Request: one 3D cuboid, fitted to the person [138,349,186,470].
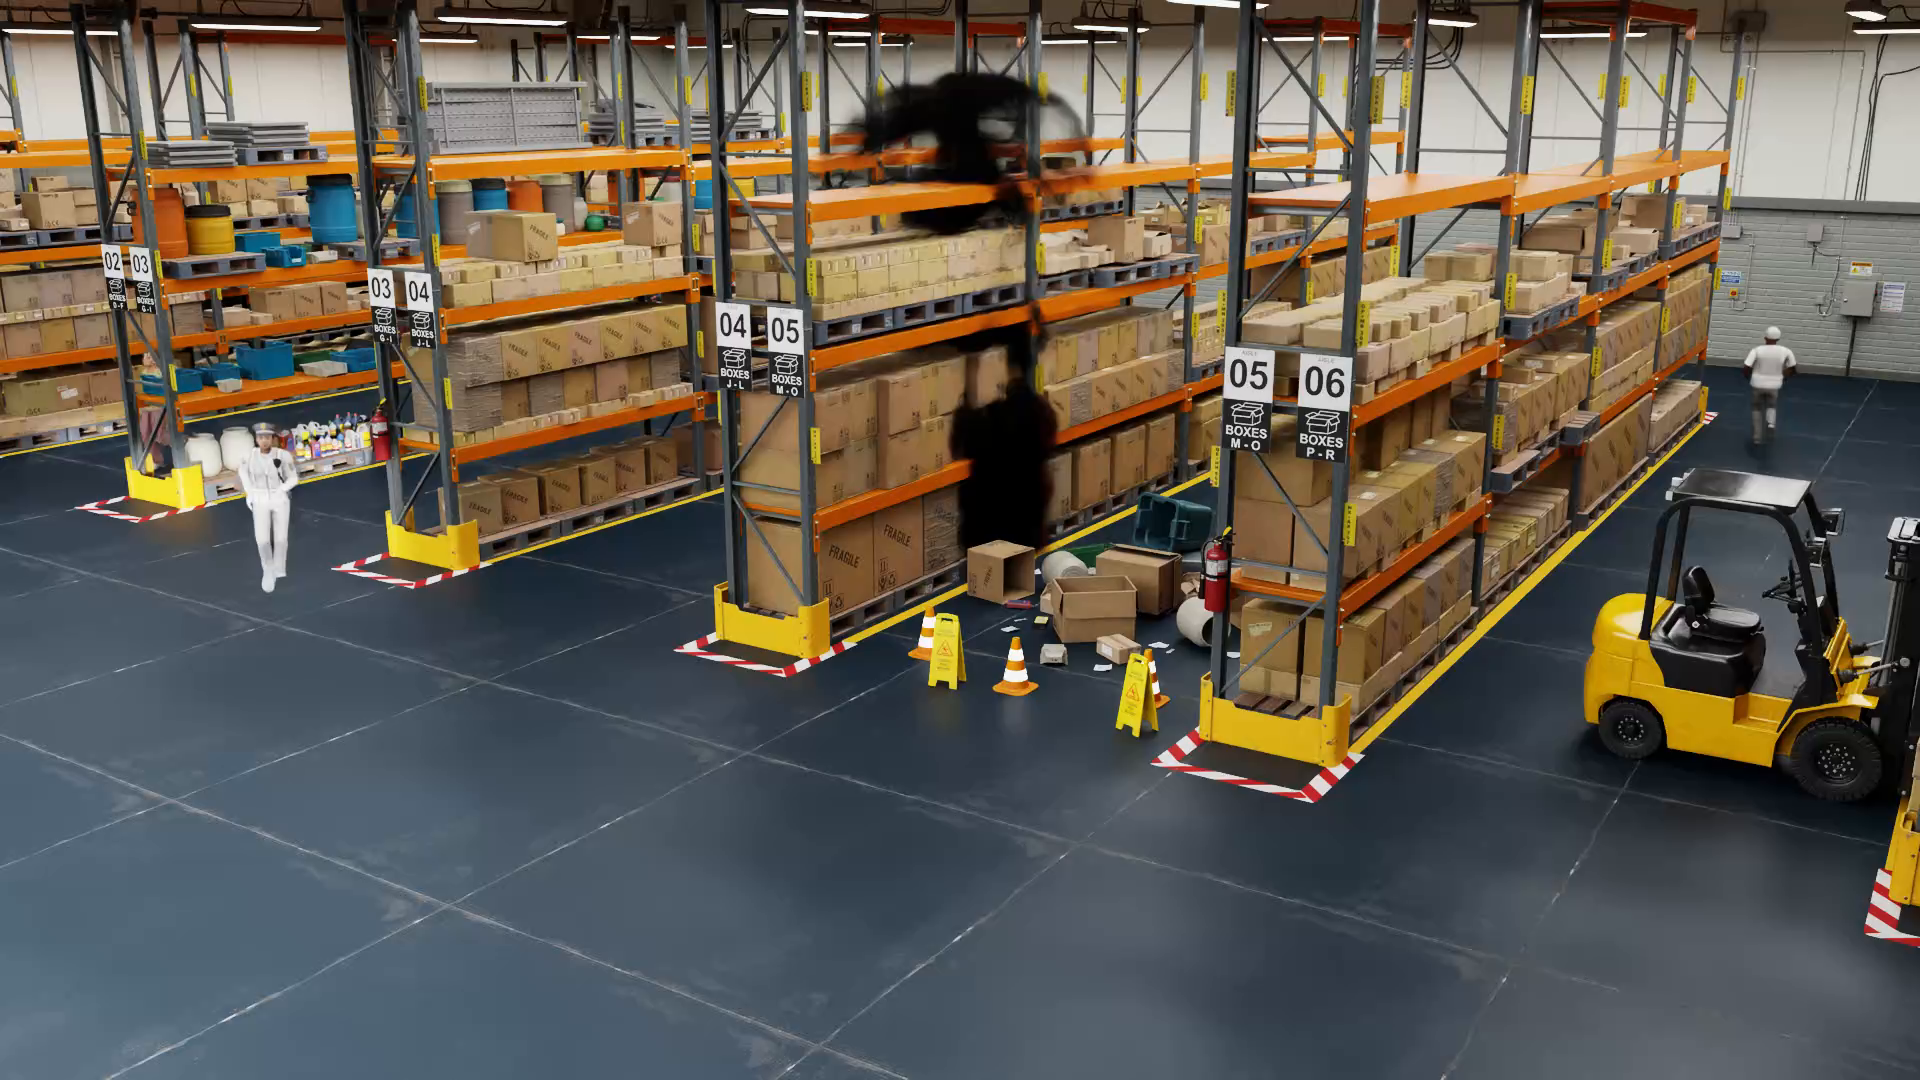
[{"bbox_3d":[-10.923,-1.747,22.633,0.581,1.530,0.646,5,16,17],"label":"person"}]

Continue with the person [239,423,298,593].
[{"bbox_3d":[-6.818,-0.337,16.468,0.538,1.725,0.740,-6,17,-21],"label":"person"}]

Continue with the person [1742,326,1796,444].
[{"bbox_3d":[11.660,-2.237,24.055,0.698,1.716,0.606,5,16,18],"label":"person"}]
